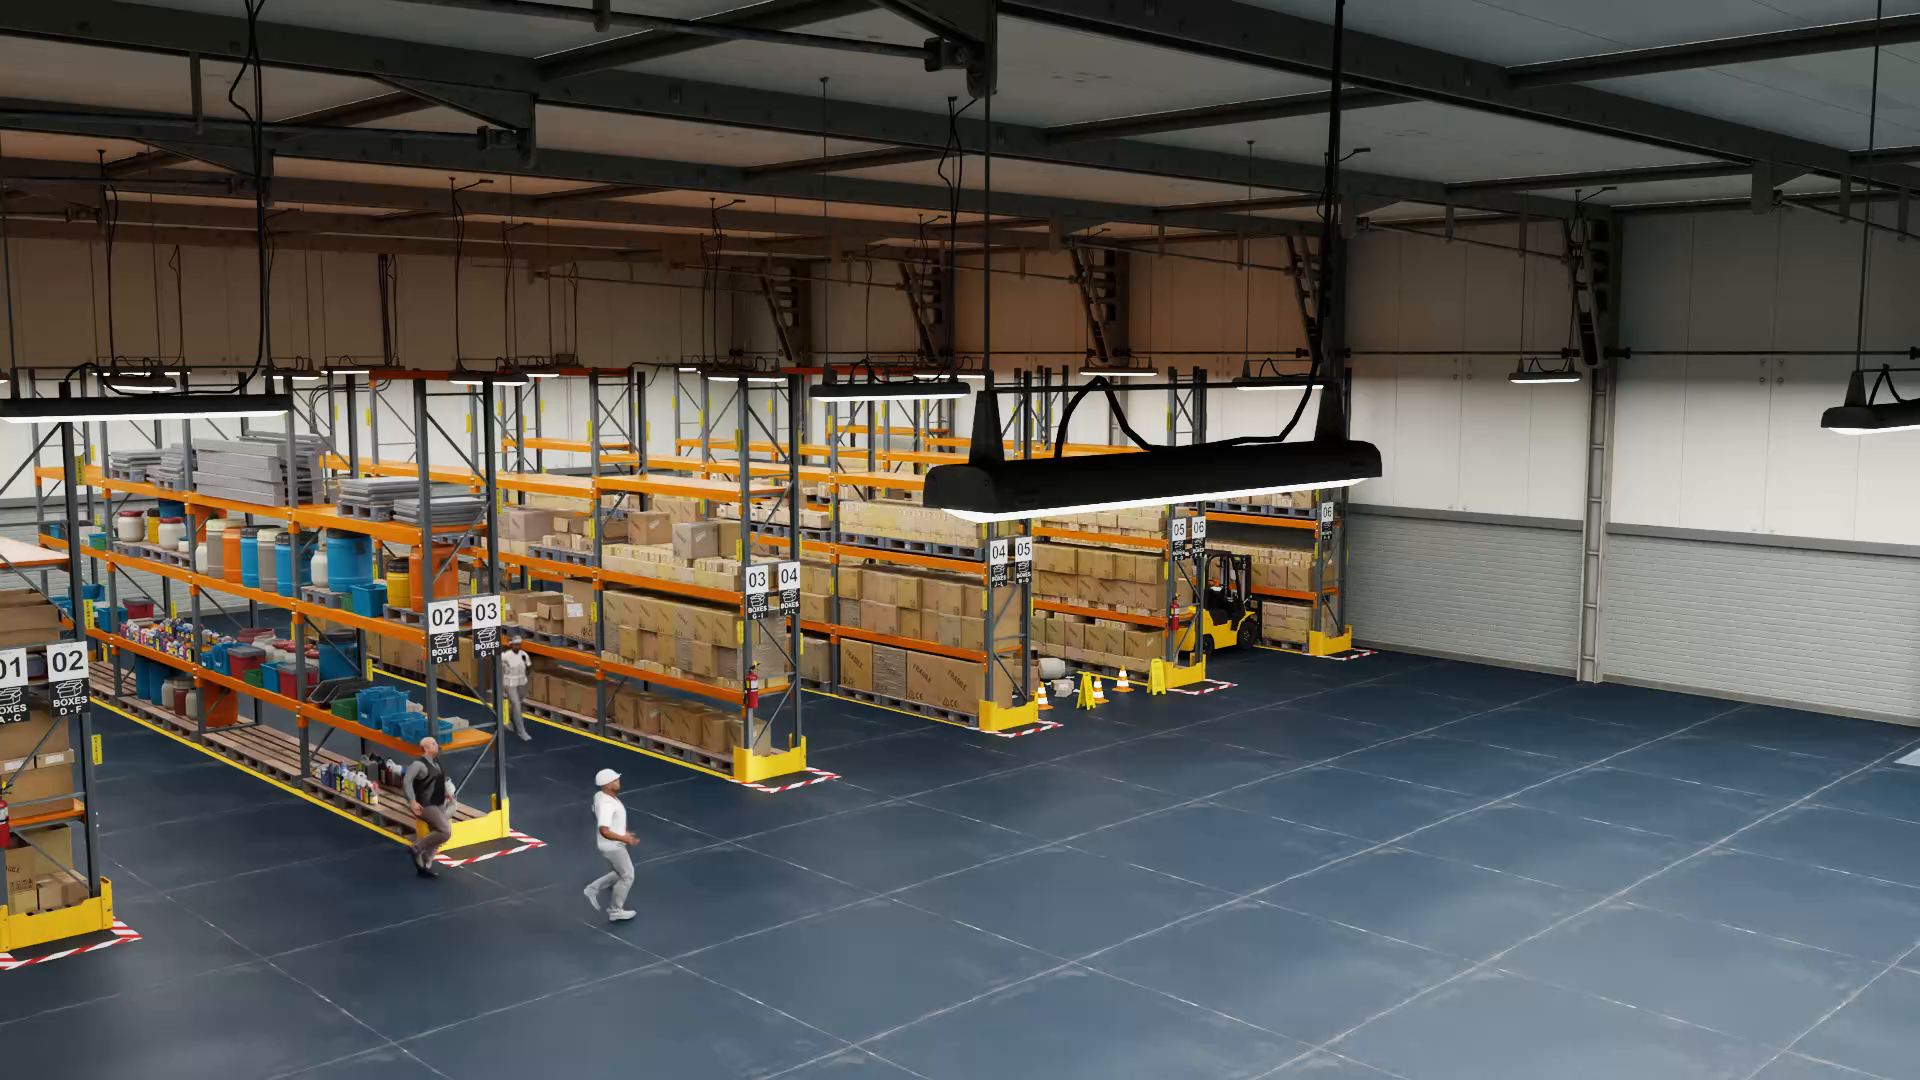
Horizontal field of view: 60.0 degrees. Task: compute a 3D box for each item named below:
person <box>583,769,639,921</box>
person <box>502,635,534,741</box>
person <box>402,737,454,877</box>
[{"bbox_3d":[-3.901,3.391,18.522,0.608,1.718,0.697,-2,7,-16],"label":"person"},{"bbox_3d":[-7.302,2.388,27.299,0.567,1.697,0.915,-6,9,-45],"label":"person"},{"bbox_3d":[-6.404,3.231,20.261,0.534,1.649,0.684,1,6,7],"label":"person"}]
